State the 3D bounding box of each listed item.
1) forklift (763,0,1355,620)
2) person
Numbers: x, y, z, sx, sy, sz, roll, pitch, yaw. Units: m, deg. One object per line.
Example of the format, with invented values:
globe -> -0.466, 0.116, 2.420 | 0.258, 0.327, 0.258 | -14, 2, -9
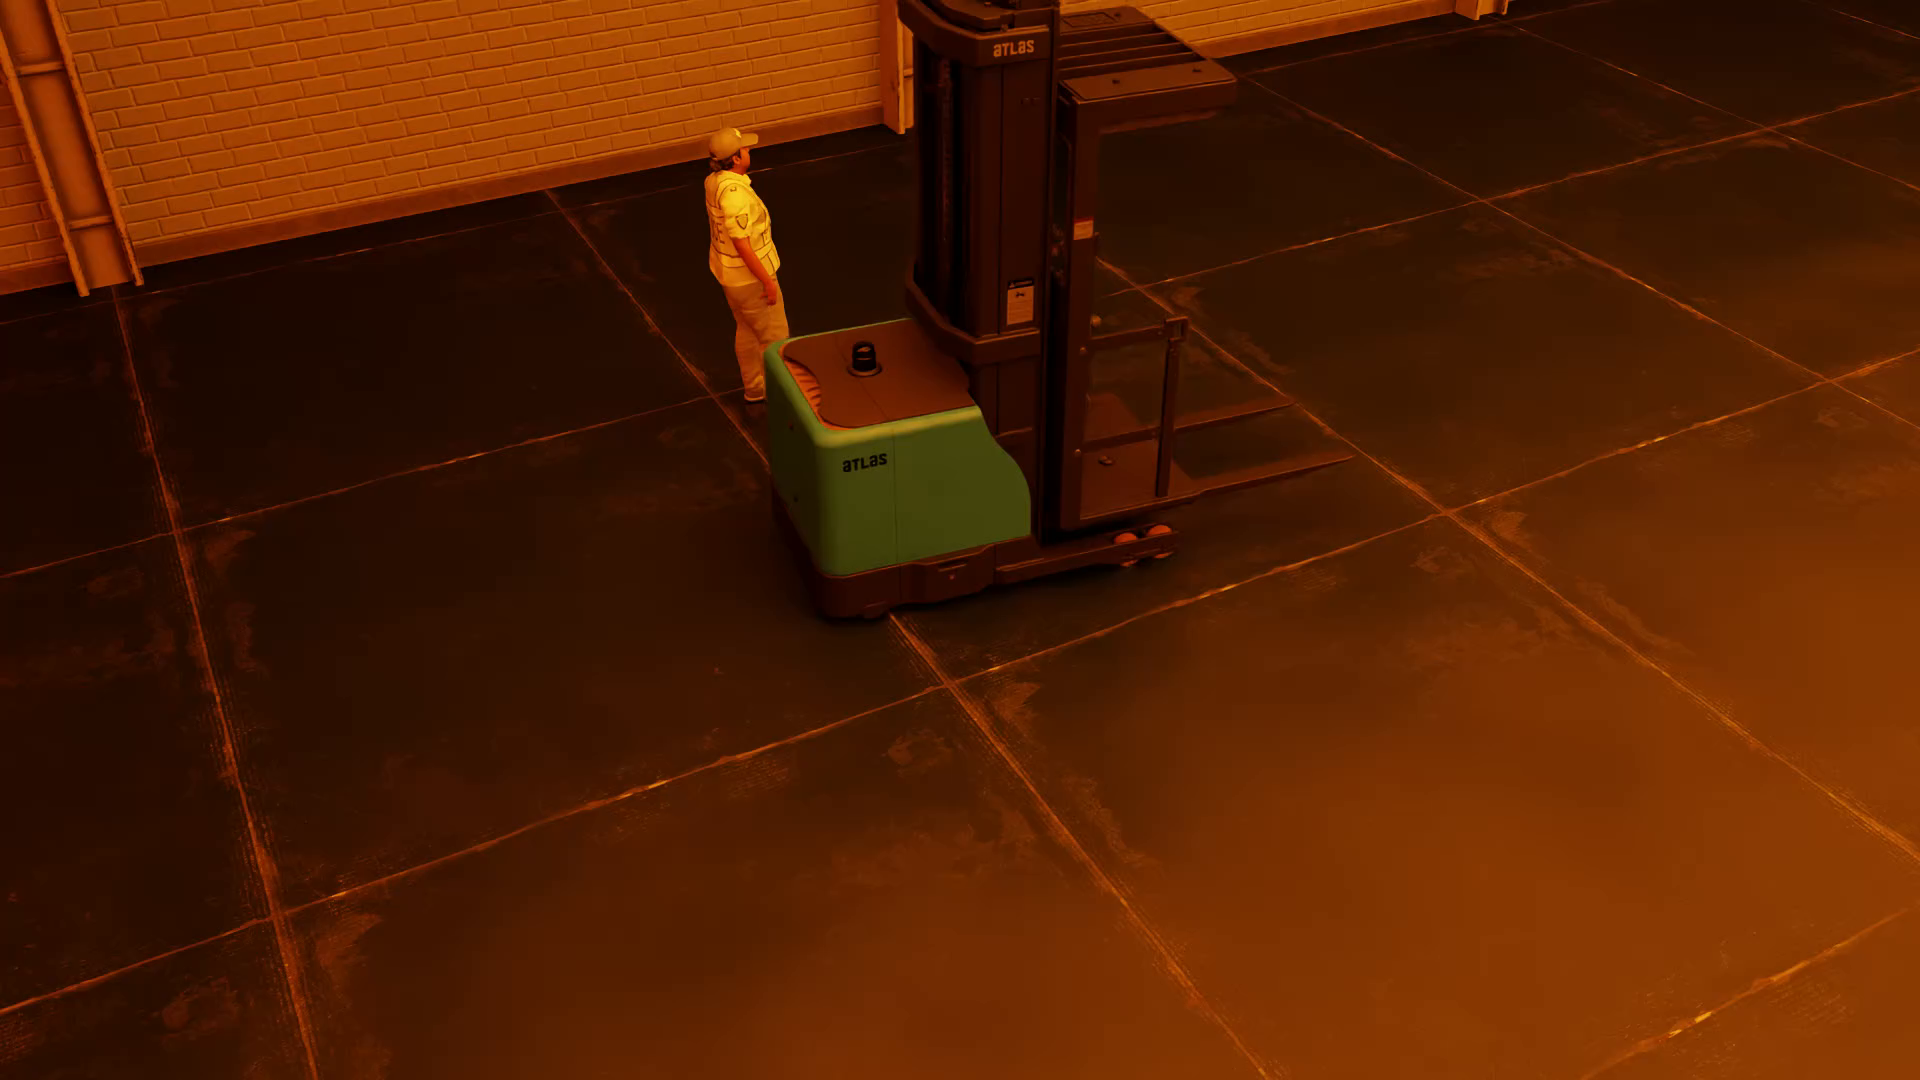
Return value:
forklift -> 0.587, -1.338, 8.015 | 3.031, 2.935, 1.130 | -12, 37, -17
person -> -1.115, -1.506, 9.337 | 0.529, 1.670, 0.599 | -14, 38, -19
